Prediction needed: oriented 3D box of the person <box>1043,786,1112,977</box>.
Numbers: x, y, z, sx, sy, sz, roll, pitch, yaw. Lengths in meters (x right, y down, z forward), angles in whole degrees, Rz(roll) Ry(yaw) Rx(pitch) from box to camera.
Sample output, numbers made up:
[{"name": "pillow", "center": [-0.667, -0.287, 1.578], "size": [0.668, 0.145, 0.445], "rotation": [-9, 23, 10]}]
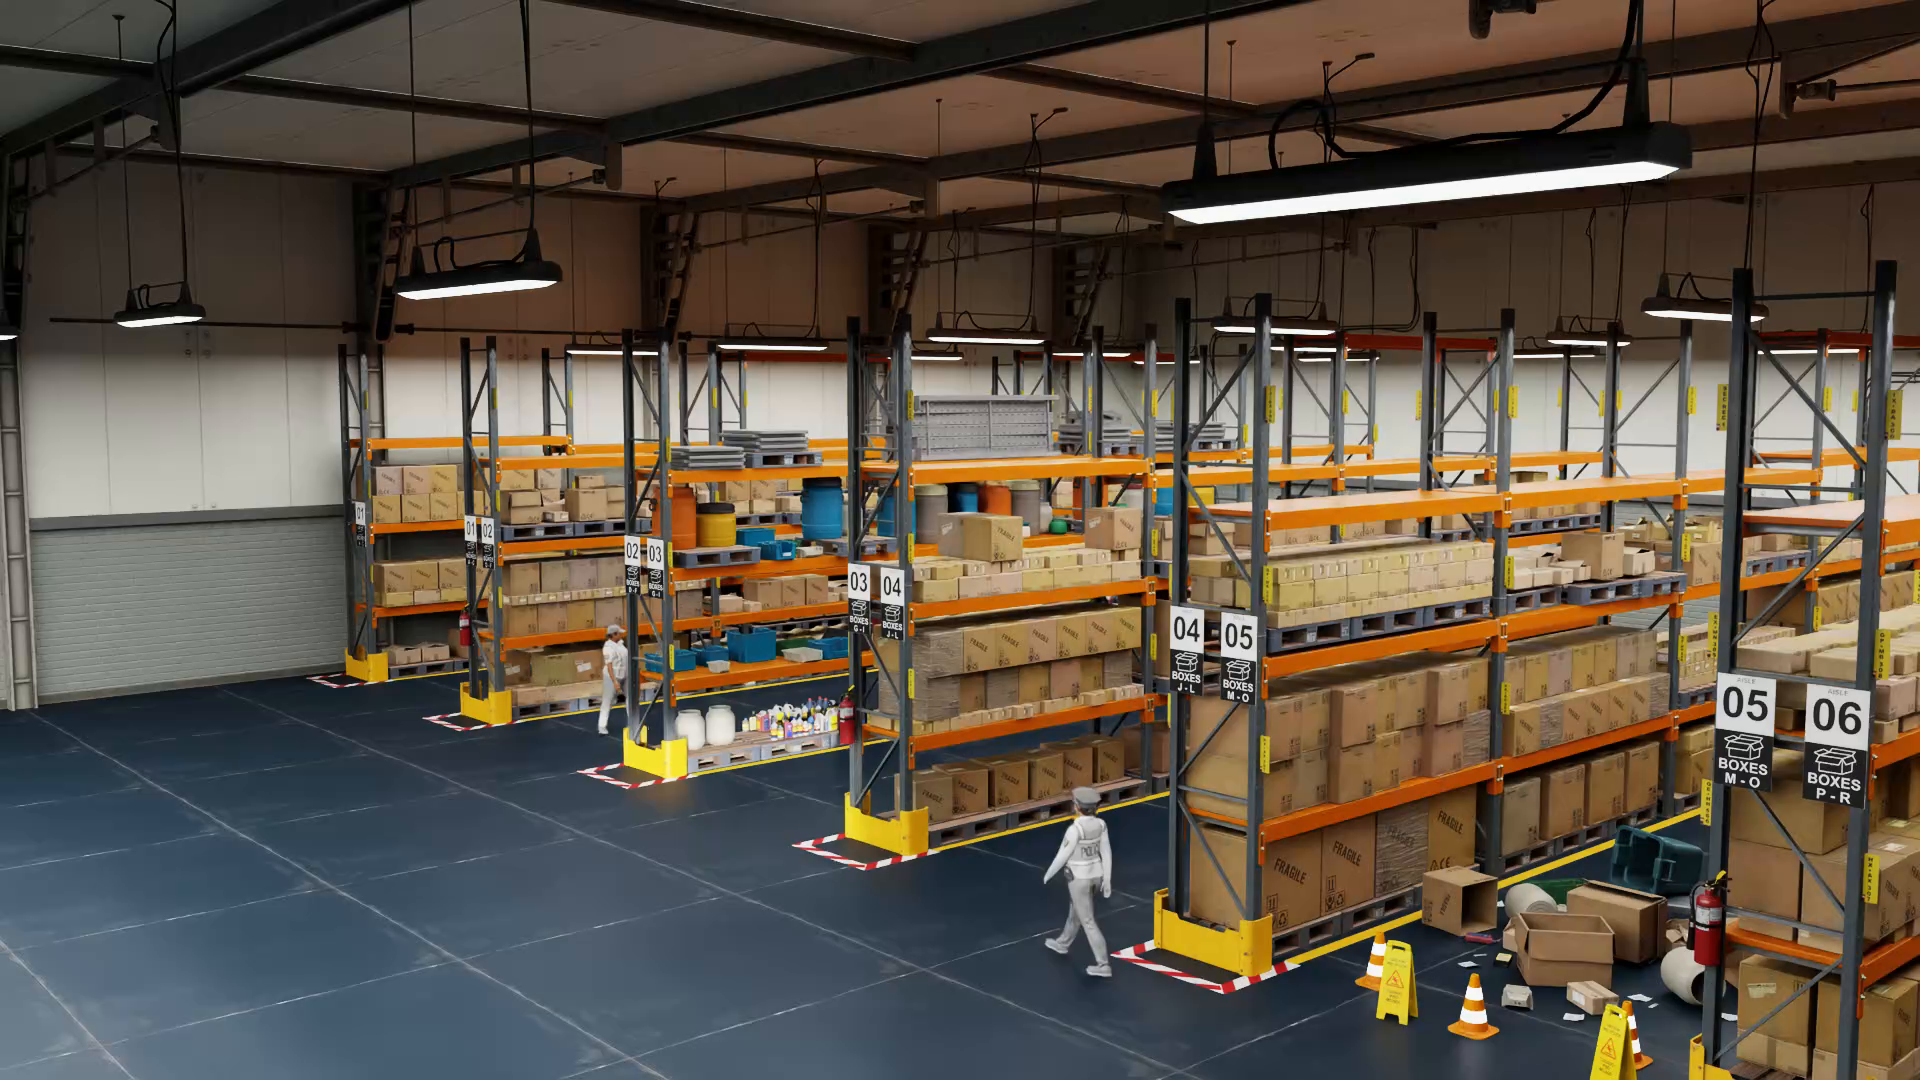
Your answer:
[{"name": "person", "center": [1.011, 2.999, 14.819], "size": [0.918, 1.652, 0.521], "rotation": [4, 7, 40]}]

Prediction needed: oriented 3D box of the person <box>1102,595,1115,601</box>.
[{"name": "person", "center": [2.775, 1.542, 31.008], "size": [1.039, 1.627, 0.570], "rotation": [-3, 6, -31]}]

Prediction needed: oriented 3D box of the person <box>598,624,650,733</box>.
[{"name": "person", "center": [-5.140, 2.100, 25.189], "size": [0.566, 1.672, 0.681], "rotation": [4, 6, 34]}]

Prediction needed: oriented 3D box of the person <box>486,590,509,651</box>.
[{"name": "person", "center": [-8.141, 1.727, 29.541], "size": [0.544, 1.679, 0.521], "rotation": [-4, 6, -37]}]
